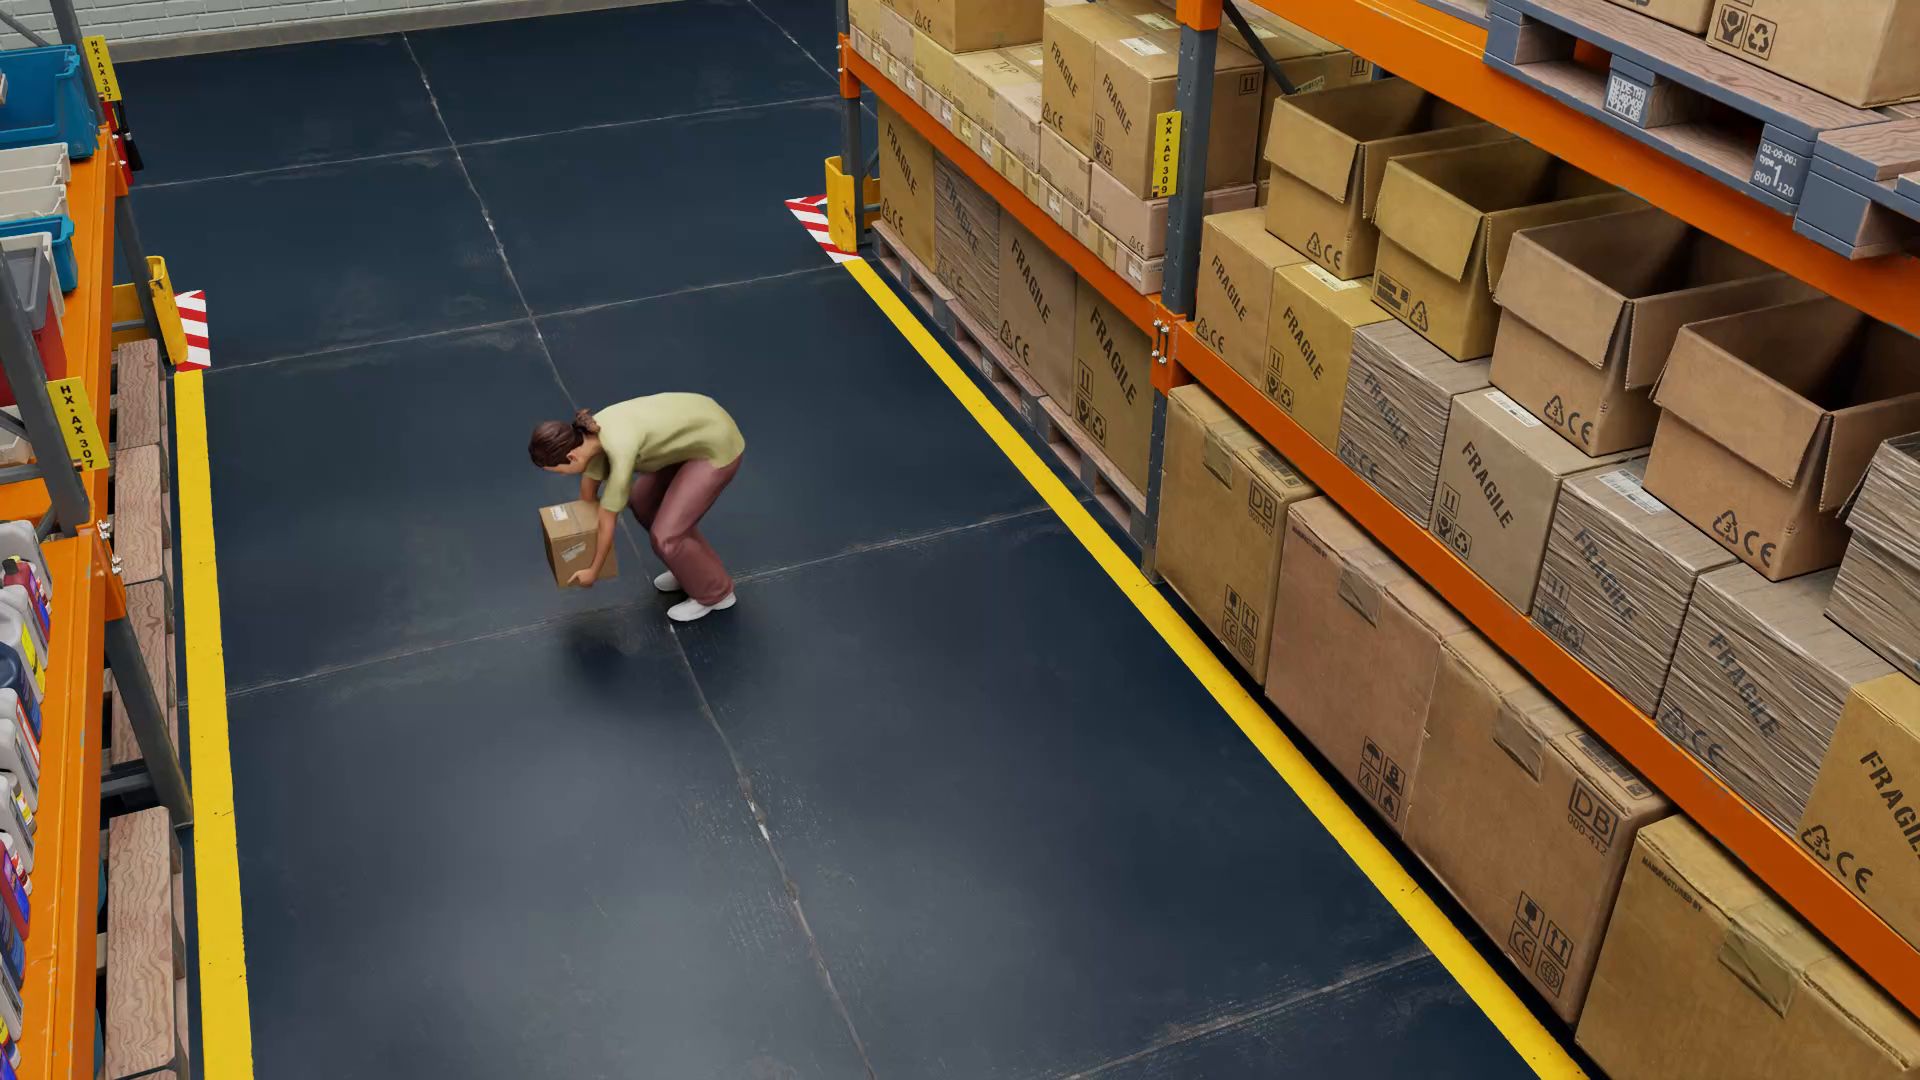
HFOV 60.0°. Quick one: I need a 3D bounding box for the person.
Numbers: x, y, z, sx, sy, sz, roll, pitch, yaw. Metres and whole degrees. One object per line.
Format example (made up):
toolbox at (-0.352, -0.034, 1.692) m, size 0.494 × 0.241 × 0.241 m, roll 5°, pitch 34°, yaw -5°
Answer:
person at (-1.314, -0.141, 6.937) m, size 0.868 × 1.031 × 0.467 m, roll -15°, pitch 36°, yaw -21°
